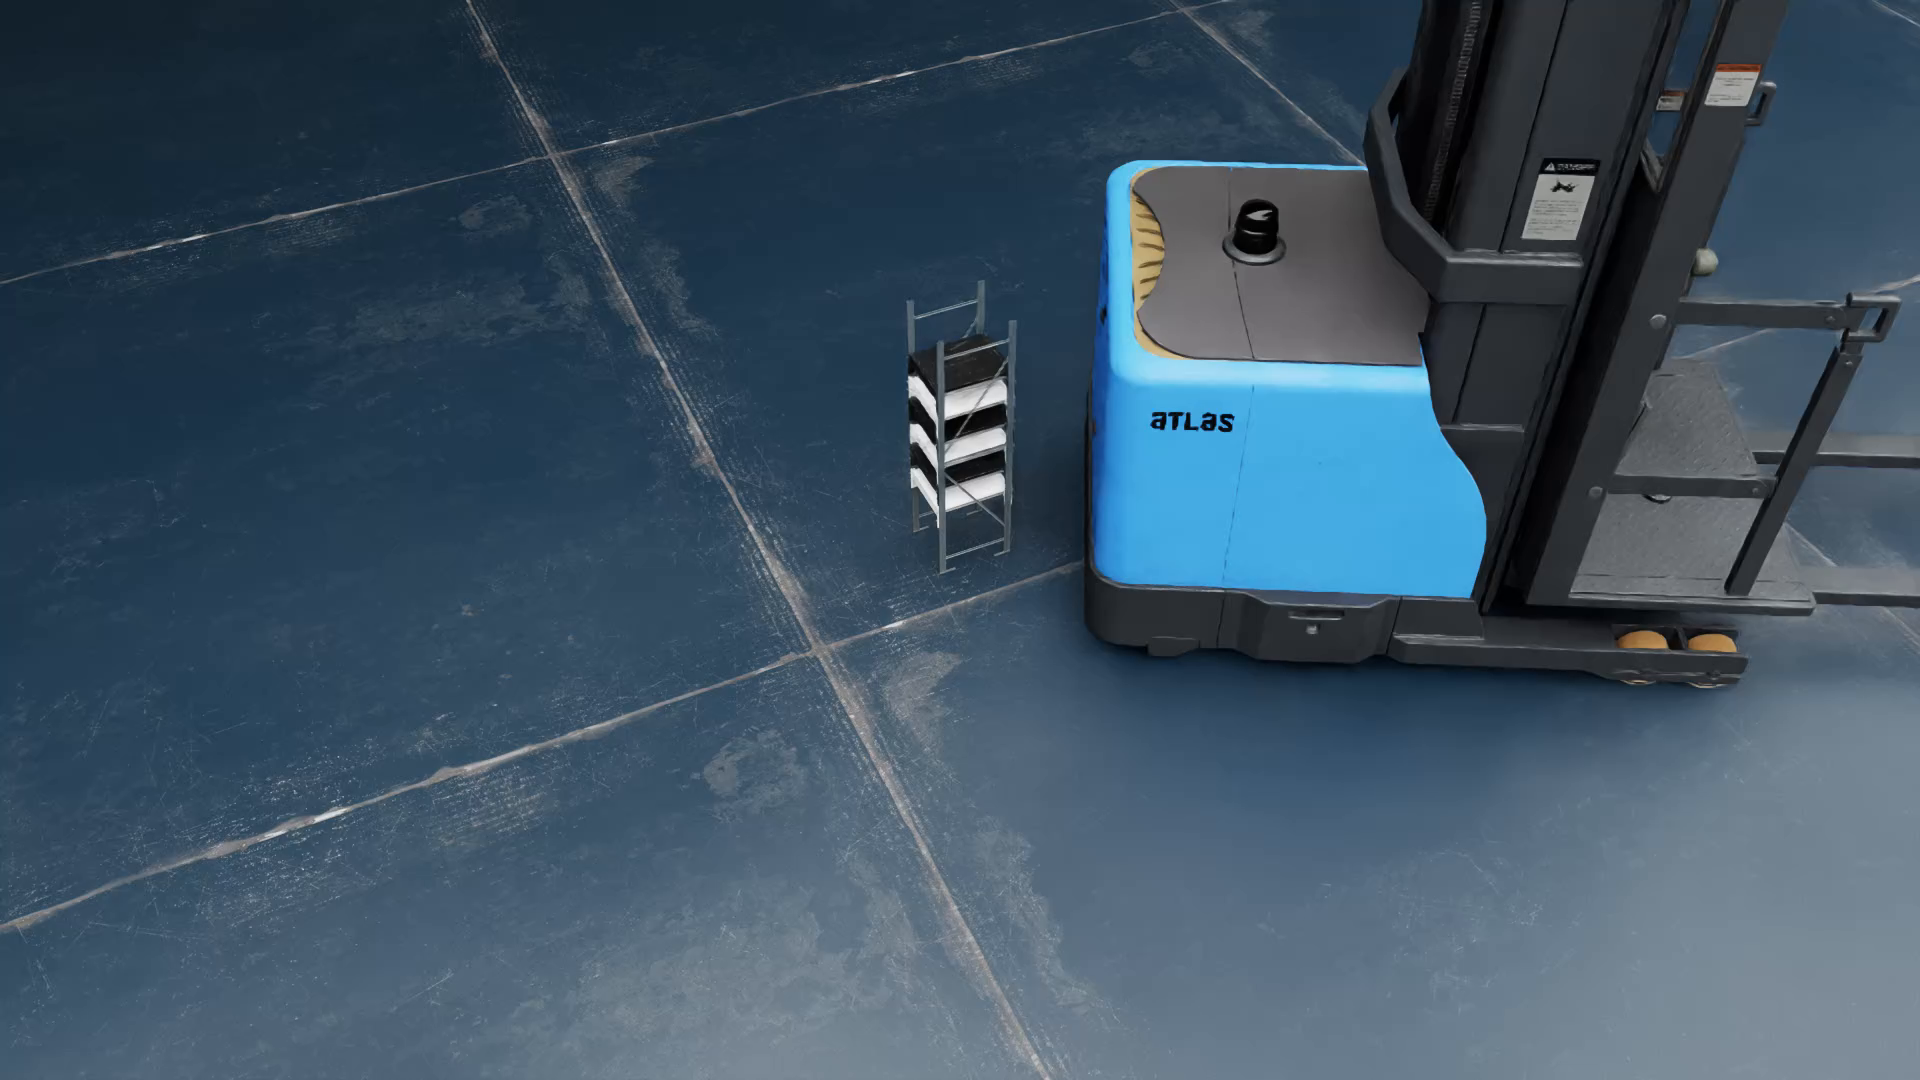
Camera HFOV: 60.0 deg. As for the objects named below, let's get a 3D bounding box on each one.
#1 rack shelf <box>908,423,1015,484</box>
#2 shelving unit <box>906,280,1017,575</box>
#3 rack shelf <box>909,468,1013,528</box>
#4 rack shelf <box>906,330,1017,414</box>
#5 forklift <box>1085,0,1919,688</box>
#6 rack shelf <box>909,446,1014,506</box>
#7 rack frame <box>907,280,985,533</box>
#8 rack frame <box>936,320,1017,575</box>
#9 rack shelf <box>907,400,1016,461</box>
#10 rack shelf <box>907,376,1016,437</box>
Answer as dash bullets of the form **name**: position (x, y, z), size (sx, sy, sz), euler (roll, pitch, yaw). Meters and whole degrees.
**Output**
- **rack shelf**: position (0.003, -0.291, 4.952), size (0.258, 0.077, 0.200), euler (-18, 47, -17)
- **shelving unit**: position (0.003, -0.315, 4.929), size (0.258, 0.900, 0.210), euler (-18, 47, -17)
- **rack shelf**: position (0.003, -0.163, 5.079), size (0.258, 0.077, 0.200), euler (-18, 47, -17)
- **rack shelf**: position (0.003, -0.484, 4.762), size (0.258, 0.077, 0.200), euler (-18, 47, -17)
- **forklift**: position (1.905, -1.002, 4.178), size (3.031, 2.935, 1.130), euler (2, 45, 2)
- **rack shelf**: position (0.003, -0.227, 5.015), size (0.258, 0.077, 0.200), euler (-18, 47, -17)
- **rack frame**: position (-0.039, -0.380, 4.994), size (0.240, 0.900, 0.006), euler (-18, 47, -17)
- **rack frame**: position (0.046, -0.250, 4.863), size (0.240, 0.900, 0.006), euler (-18, 47, -17)
- **rack shelf**: position (0.003, -0.355, 4.889), size (0.258, 0.077, 0.200), euler (-18, 47, -17)
- **rack shelf**: position (0.003, -0.420, 4.826), size (0.258, 0.077, 0.200), euler (-18, 47, -17)
